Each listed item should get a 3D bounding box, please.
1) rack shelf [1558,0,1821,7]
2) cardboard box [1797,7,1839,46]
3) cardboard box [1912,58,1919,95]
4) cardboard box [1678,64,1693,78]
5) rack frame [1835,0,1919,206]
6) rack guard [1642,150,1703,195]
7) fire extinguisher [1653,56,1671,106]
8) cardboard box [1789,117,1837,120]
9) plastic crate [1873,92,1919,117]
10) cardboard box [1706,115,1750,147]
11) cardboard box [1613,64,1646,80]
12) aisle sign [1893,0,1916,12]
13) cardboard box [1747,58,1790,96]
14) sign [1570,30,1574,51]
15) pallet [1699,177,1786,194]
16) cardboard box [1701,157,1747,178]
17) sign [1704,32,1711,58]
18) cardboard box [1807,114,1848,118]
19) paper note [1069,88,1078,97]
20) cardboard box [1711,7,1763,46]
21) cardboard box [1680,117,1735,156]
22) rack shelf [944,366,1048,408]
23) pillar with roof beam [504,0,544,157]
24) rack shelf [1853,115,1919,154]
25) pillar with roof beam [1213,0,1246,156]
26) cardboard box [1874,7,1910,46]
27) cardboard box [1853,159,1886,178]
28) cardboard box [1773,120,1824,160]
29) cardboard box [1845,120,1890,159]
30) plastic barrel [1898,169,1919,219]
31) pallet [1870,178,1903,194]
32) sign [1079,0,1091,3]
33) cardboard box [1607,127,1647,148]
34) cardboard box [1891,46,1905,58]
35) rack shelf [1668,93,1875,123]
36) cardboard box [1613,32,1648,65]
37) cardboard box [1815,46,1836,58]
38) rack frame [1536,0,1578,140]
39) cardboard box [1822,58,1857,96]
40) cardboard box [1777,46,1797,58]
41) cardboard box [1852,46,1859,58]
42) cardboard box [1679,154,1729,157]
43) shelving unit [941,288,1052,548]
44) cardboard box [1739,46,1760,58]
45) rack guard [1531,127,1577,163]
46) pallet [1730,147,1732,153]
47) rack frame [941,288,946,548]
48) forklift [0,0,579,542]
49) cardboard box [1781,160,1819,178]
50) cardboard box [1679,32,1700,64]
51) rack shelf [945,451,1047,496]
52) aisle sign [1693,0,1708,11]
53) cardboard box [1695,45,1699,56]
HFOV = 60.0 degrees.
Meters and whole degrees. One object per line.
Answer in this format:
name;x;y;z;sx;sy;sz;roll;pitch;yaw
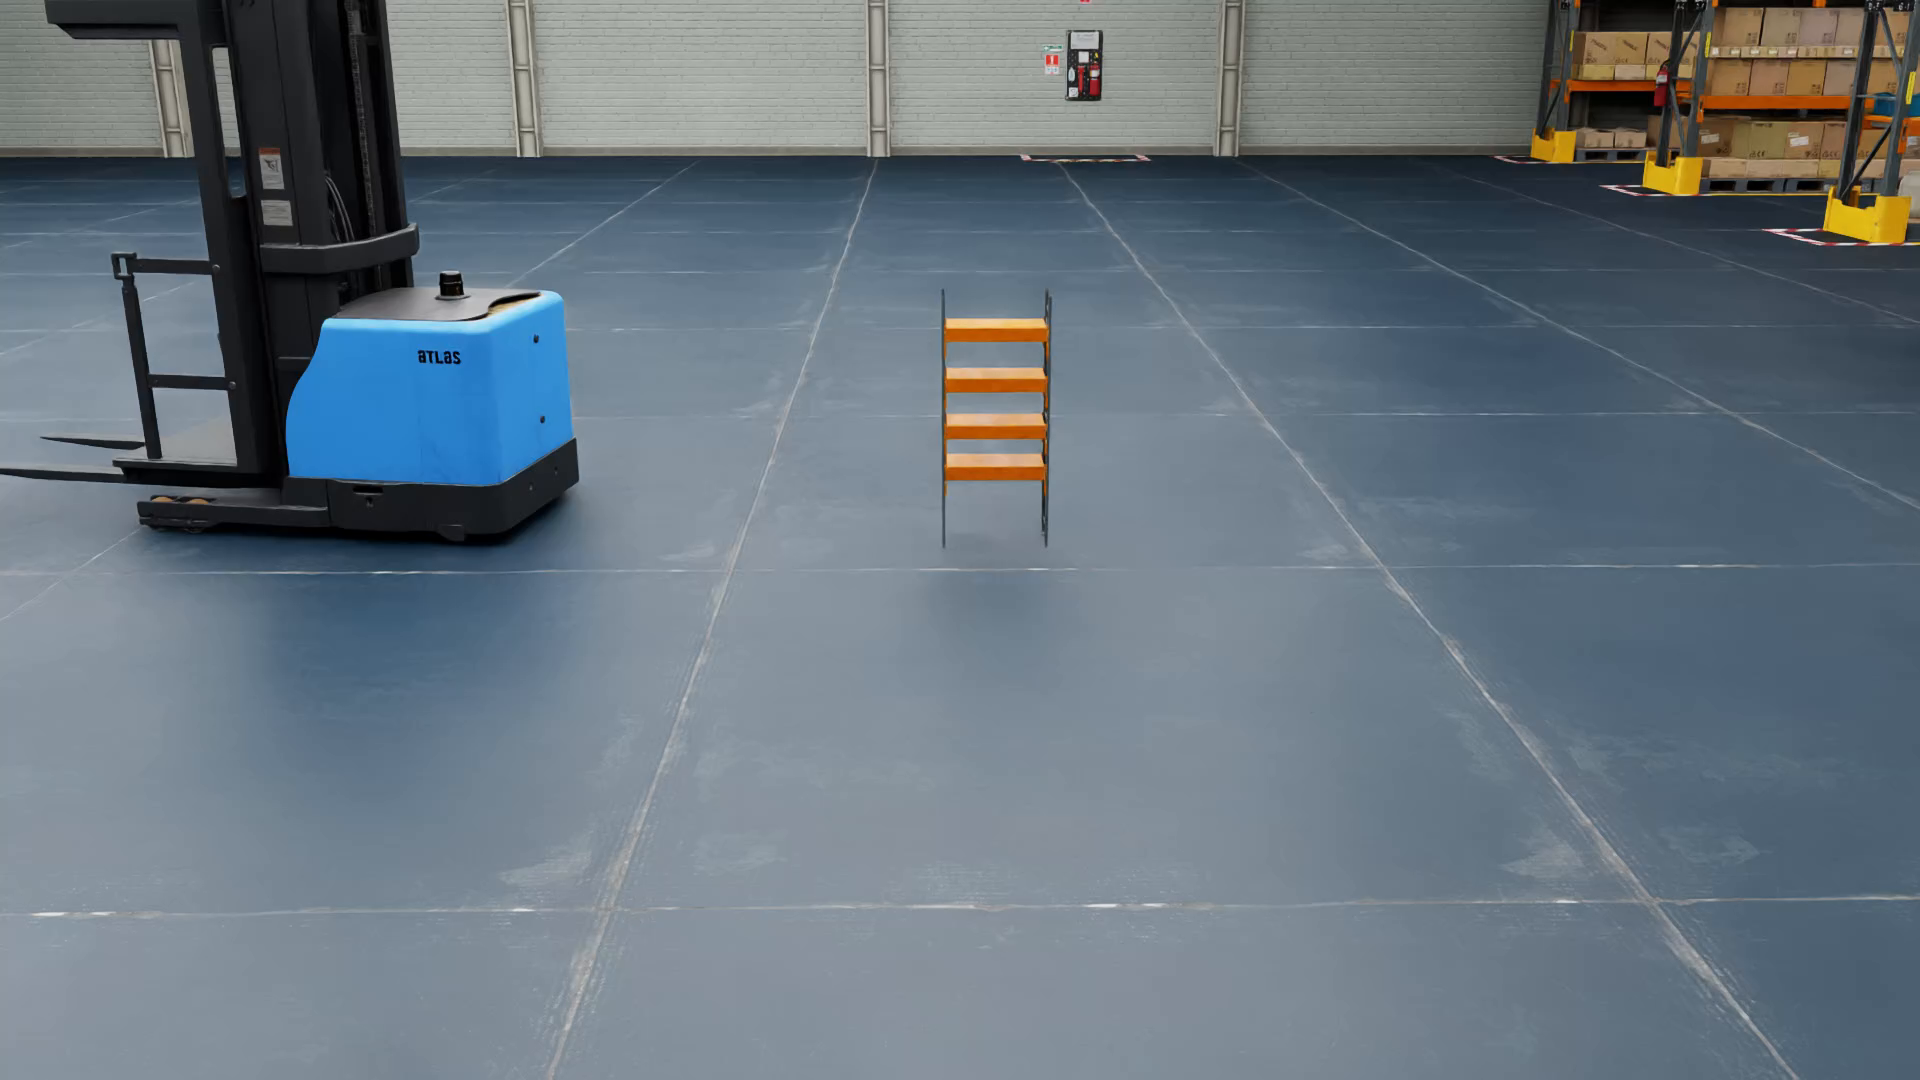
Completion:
rack shelf;11.913;-8.950;27.304;4.000;0.370;1.077;0;18;-1
cardboard box;11.545;-7.012;22.709;0.500;0.500;0.700;0;18;-1
cardboard box;13.024;-6.400;22.924;0.500;0.500;0.700;0;18;-1
cardboard box;11.941;-7.707;27.376;0.500;0.250;0.500;0;18;0
rack frame;10.070;-4.829;18.190;0.127;3.000;1.000;0;18;-1
rack guard;9.972;-5.151;23.287;0.348;0.500;1.175;0;18;-1
fire extinguisher;9.870;-6.446;23.358;0.183;0.674;0.296;0;18;-1
cardboard box;12.027;-5.694;23.474;0.500;0.500;0.500;0;18;-1
plastic crate;10.566;-4.852;18.505;0.616;0.251;0.499;0;18;-1
cardboard box;12.876;-6.876;27.943;0.500;0.500;0.500;-2;18;-5
cardboard box;10.926;-7.705;27.368;0.500;0.250;0.500;-1;18;-3
aisle sign;10.003;-5.977;17.512;0.004;0.787;0.394;0;18;-1
cardboard box;10.988;-6.392;22.898;0.500;0.500;0.700;0;18;1
sign;9.922;-8.101;26.973;0.005;0.325;0.100;0;18;-1
pallet;10.760;-5.030;23.383;1.213;0.211;1.003;0;18;-1
cardboard box;10.535;-5.167;23.058;0.500;0.250;0.500;0;18;-1
sign;9.998;-6.622;22.233;0.005;0.325;0.100;0;18;-1
cardboard box;14.649;-6.902;28.024;0.500;0.500;0.700;0;18;1
paper note;1.951;-7.694;28.563;0.142;0.148;0.016;0;18;-1
cardboard box;10.516;-7.006;22.688;0.500;0.500;0.700;0;18;-1
cardboard box;10.527;-5.683;23.438;0.500;0.500;0.500;0;18;-1
rack shelf;0.166;-0.721;7.819;0.480;0.148;0.258;0;18;-1
pillar with roof beam;-7.330;-9.577;23.170;0.400;9.000;9.100;0;18;-1
rack shelf;12.070;-4.496;18.329;4.000;0.370;1.077;0;18;-1
pillar with roof beam;4.669;-9.635;23.351;0.400;9.000;9.100;0;18;-1
cardboard box;12.546;-7.017;22.724;0.500;0.500;0.700;0;18;-1
cardboard box;12.535;-5.176;23.087;0.500;0.250;0.500;0;18;-1
cardboard box;11.535;-5.533;22.972;0.500;0.500;0.500;0;18;-1
cardboard box;12.535;-5.537;22.984;0.500;0.500;0.500;0;18;-1
plastic barrel;10.727;-3.871;18.588;0.421;0.512;0.421;0;18;0
pallet;13.199;-5.042;23.420;1.213;0.211;1.003;0;18;-1
sign;2.120;-9.227;28.106;0.199;0.298;0.001;0;18;-1
cardboard box;11.177;-6.762;27.899;0.500;0.311;0.500;1;18;4
cardboard box;12.709;-6.646;22.630;0.250;0.149;0.380;0;18;-1
rack shelf;11.995;-6.009;23.046;4.000;0.370;1.077;0;18;-1
cardboard box;10.890;-8.060;27.246;0.500;0.500;0.500;0;18;-1
cardboard box;11.679;-6.641;22.613;0.250;0.149;0.380;-1;18;-2
rack frame;9.914;-7.854;27.622;0.127;3.000;1.000;0;18;-1
cardboard box;12.010;-6.396;22.911;0.500;0.500;0.700;0;18;1
cardboard box;11.157;-6.638;22.603;0.250;0.149;0.380;-1;18;-2
cardboard box;12.192;-6.643;22.619;0.250;0.149;0.380;0;18;1
cardboard box;10.527;-5.325;23.551;0.500;0.250;0.500;0;18;-1
shelving unit;0.166;-0.572;7.867;0.503;1.200;0.258;0;18;-1
cardboard box;10.655;-6.636;22.599;0.250;0.149;0.380;-1;18;-2
rack guard;9.990;-6.665;28.005;0.348;0.500;1.175;0;18;-1
pallet;13.242;-6.532;28.064;1.213;0.211;1.003;0;18;-1
rack frame;-0.078;-0.571;7.863;0.015;1.200;0.240;0;18;-1
forklift;-3.577;-1.585;8.189;3.031;2.935;1.130;3;18;9
cardboard box;11.535;-5.173;23.076;0.500;0.250;0.500;0;18;-1
cardboard box;11.923;-8.066;27.267;0.500;0.500;0.500;0;18;1
rack shelf;0.166;-0.319;7.948;0.480;0.148;0.258;0;18;-1
aisle sign;9.935;-7.486;22.216;0.004;0.787;0.394;0;18;-1
cardboard box;10.375;-6.758;22.978;0.250;0.149;0.380;-1;18;-2
